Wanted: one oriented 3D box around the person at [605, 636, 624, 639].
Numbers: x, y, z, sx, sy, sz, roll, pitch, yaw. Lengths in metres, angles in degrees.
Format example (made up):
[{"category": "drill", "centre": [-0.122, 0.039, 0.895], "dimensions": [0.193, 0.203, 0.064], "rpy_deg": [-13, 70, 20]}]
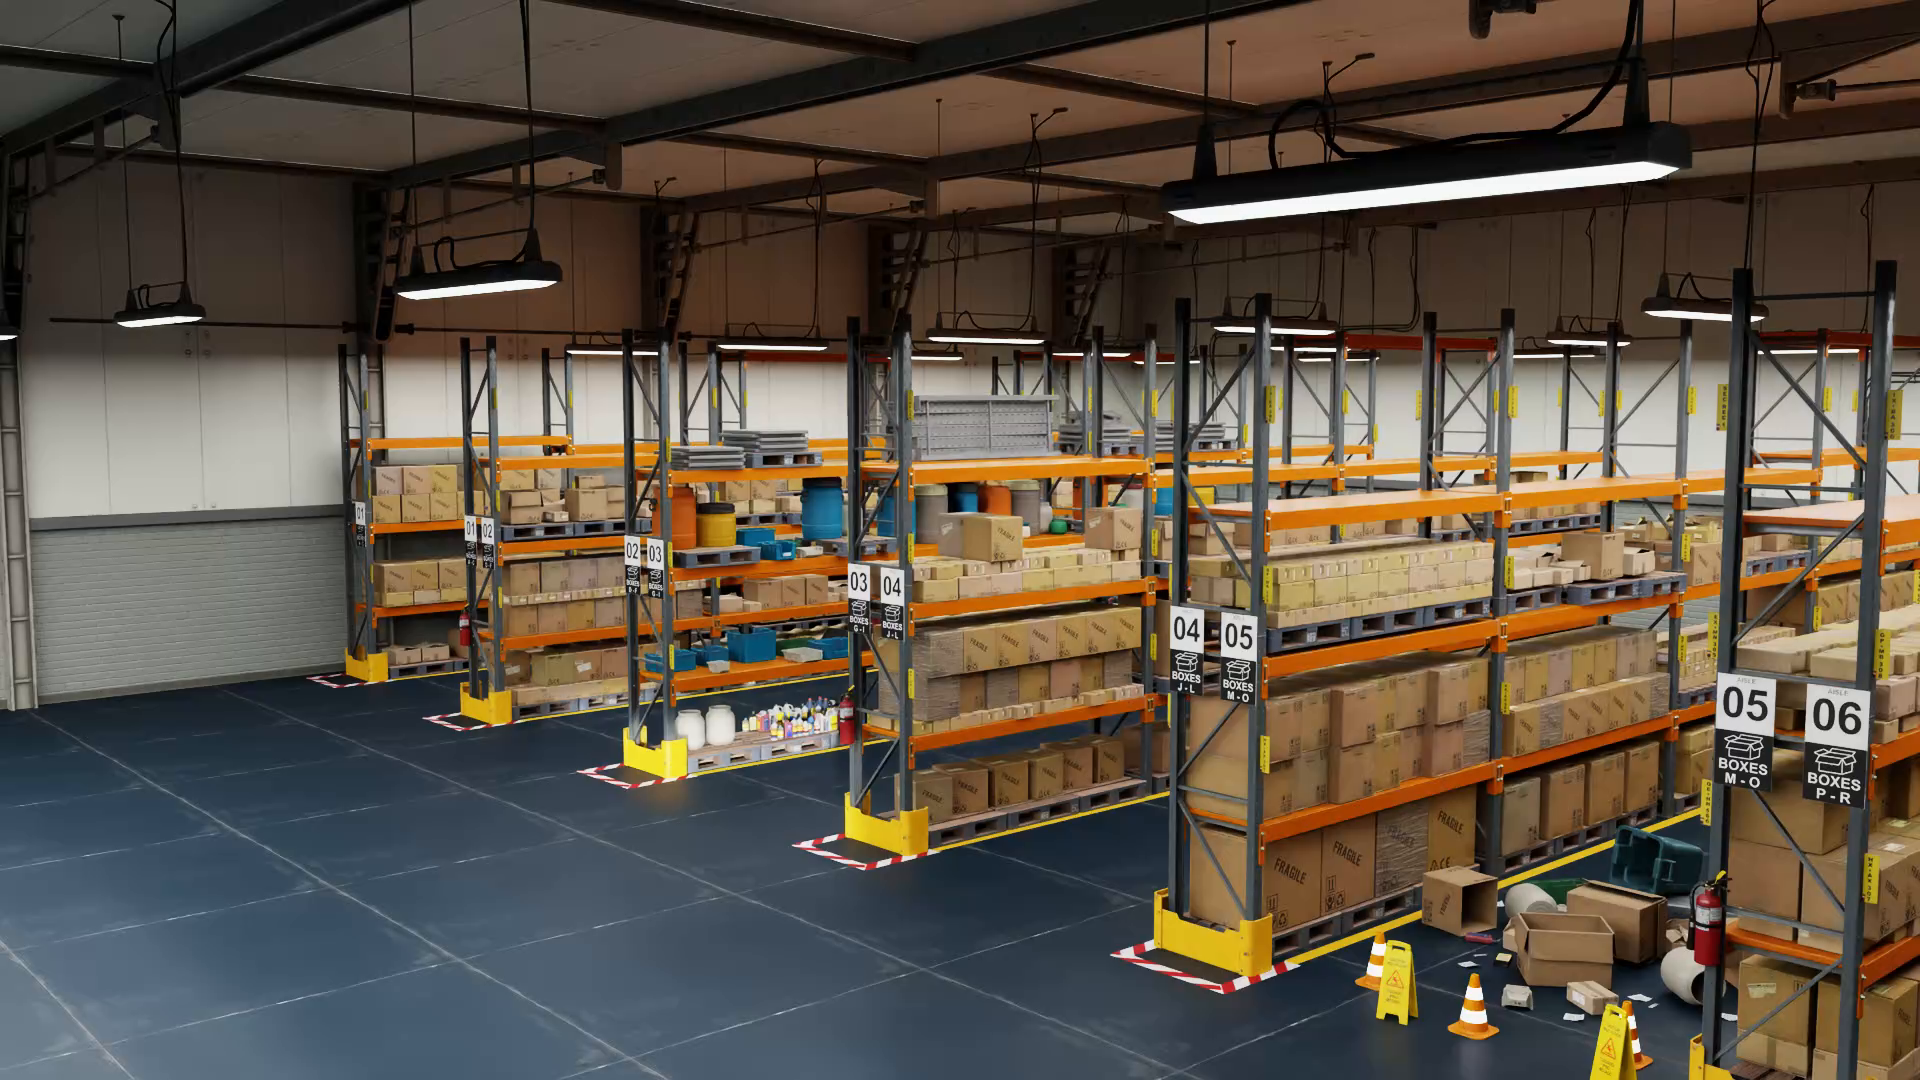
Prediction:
[{"category": "person", "centre": [-6.478, 1.551, 30.708], "dimensions": [0.691, 1.823, 0.548], "rpy_deg": [-2, 6, -25]}]
